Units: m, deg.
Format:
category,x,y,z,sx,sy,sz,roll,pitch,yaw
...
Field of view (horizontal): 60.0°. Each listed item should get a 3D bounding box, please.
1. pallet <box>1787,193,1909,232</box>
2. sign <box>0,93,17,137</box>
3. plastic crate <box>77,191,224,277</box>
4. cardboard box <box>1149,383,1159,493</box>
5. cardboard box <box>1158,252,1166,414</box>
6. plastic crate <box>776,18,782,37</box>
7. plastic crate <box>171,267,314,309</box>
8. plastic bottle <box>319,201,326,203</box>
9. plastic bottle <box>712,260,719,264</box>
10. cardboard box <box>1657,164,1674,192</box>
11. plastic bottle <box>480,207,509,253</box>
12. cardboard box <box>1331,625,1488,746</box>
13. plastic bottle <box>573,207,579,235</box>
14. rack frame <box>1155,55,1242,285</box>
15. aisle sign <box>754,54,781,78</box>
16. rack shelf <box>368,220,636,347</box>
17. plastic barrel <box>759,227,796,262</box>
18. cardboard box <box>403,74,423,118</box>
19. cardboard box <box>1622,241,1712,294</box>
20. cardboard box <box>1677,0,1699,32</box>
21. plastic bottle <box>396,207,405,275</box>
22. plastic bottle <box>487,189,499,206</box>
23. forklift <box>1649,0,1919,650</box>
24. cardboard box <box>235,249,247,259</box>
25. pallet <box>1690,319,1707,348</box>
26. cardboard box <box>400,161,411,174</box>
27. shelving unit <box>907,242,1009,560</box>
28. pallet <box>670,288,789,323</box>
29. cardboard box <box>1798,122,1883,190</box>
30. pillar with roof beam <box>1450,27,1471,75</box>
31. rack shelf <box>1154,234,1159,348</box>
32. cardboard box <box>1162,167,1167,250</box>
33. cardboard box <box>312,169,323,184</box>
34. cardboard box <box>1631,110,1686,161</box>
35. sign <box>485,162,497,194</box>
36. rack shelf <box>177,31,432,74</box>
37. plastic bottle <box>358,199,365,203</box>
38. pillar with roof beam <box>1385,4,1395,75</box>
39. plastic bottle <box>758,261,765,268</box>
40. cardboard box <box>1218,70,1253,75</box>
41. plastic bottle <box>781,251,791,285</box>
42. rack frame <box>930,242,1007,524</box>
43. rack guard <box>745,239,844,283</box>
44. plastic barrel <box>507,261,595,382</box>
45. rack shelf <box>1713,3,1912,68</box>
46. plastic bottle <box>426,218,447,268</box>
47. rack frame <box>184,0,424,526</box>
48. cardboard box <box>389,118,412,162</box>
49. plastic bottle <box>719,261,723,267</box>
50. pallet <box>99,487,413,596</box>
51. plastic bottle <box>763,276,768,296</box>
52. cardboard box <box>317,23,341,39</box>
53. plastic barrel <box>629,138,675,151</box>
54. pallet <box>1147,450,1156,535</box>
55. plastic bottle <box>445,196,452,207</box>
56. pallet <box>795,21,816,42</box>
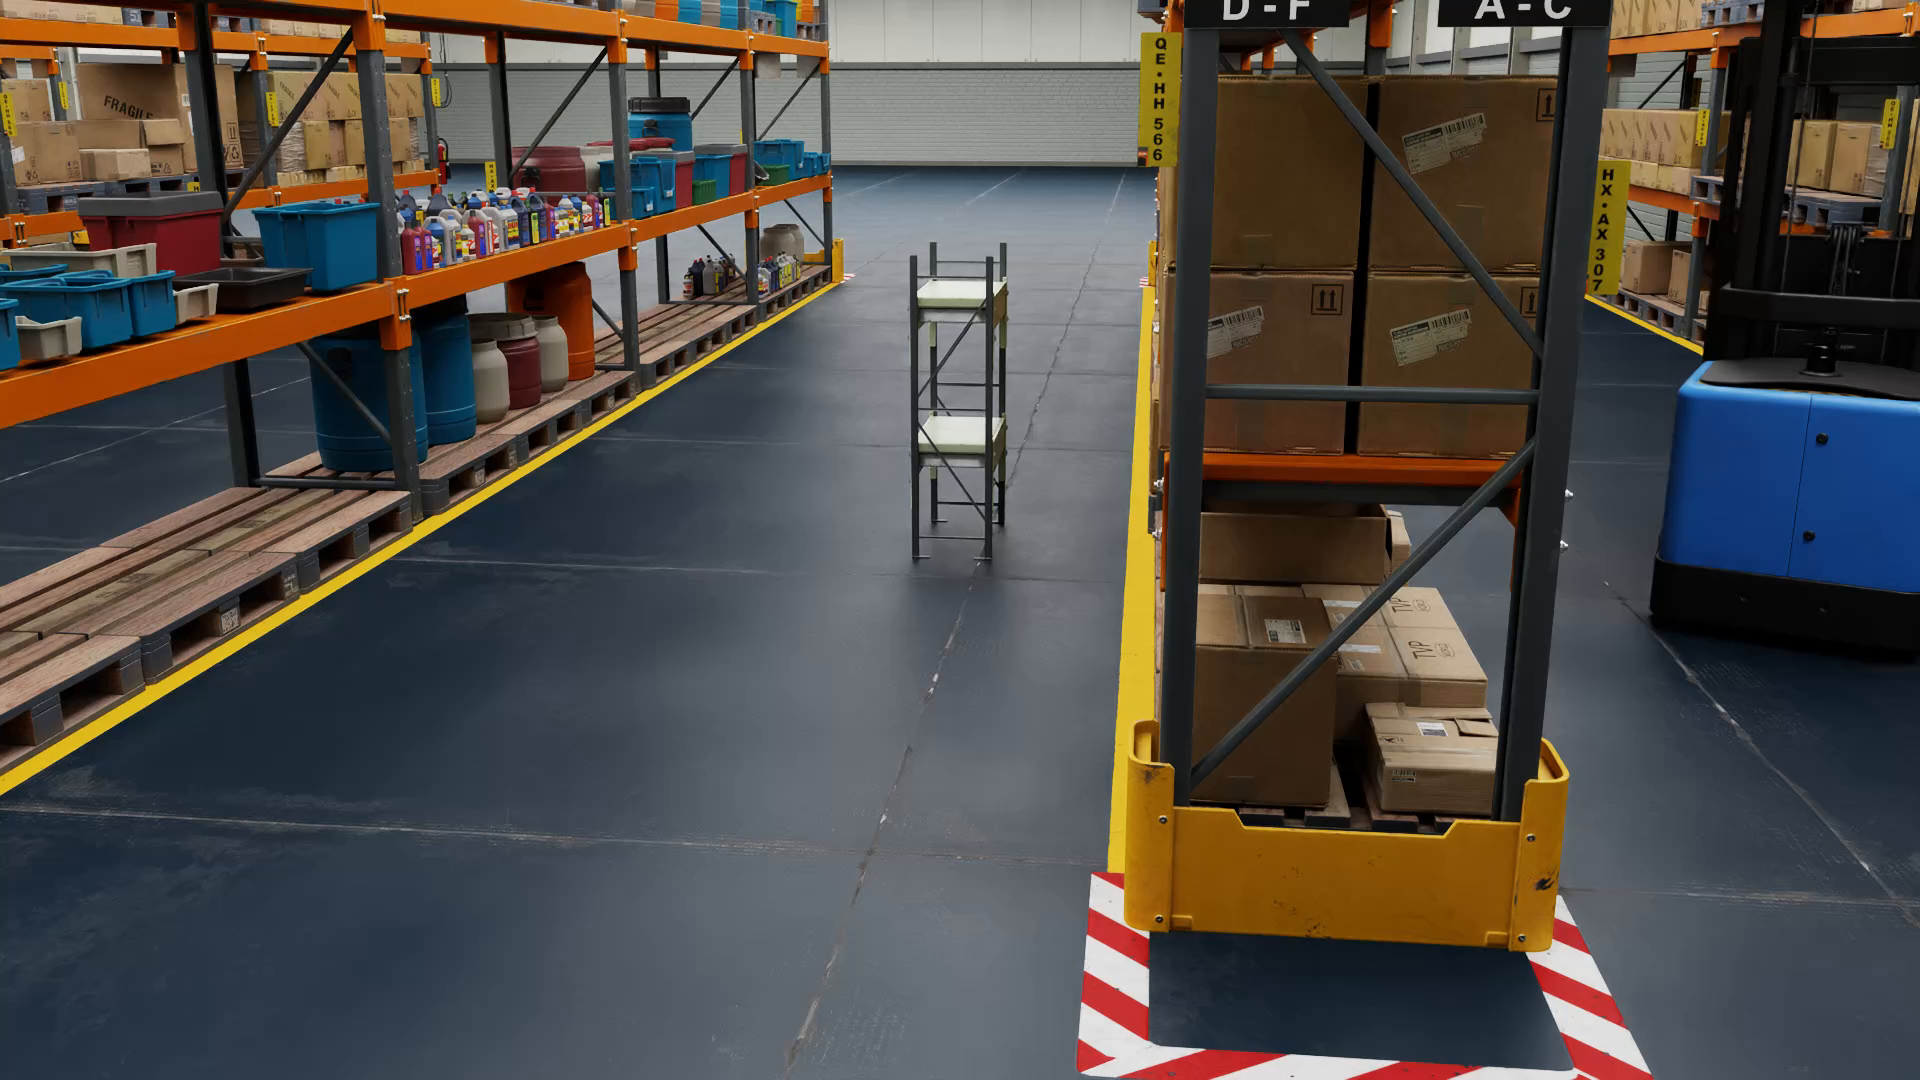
category,x,y,z,sx,sy,sz,roll,pitch,yaw
pallet,6.848,-2.393,12.132,1.213,0.211,1.003,2,15,6
sign,-7.340,-3.279,12.822,0.100,0.325,0.005,2,15,6
plastic crate,-3.771,-1.388,7.809,0.402,0.464,0.583,2,15,6
cardboard box,1.271,-0.547,8.885,0.500,0.500,0.500,2,15,6
cardboard box,0.884,-0.675,5.219,0.500,0.500,0.500,2,15,7
plastic crate,-2.070,-5.374,17.448,0.336,0.188,0.450,2,15,6
plastic crate,-3.281,-1.150,7.580,0.437,0.125,0.590,2,15,6
plastic bottle,-3.643,-1.776,9.578,0.144,0.351,0.185,2,15,6
plastic bottle,-2.652,-2.875,17.924,0.152,0.276,0.135,2,15,7
cardboard box,7.142,-3.533,16.230,0.500,0.250,0.500,2,15,7
plastic bottle,-2.860,-1.901,10.184,0.152,0.276,0.135,2,15,6
cardboard box,1.448,0.485,5.547,0.500,0.250,0.500,2,15,6
plastic bottle,-2.682,-2.211,11.473,0.097,0.201,0.097,0,15,0
rack frame,2.854,-4.517,19.621,1.000,3.000,0.127,2,15,6
aisle sign,-2.350,-5.946,19.926,0.394,0.787,0.004,2,15,6
rack shelf,-3.196,-1.723,10.667,1.077,0.370,4.000,2,15,6
plastic barrel,-2.122,-3.363,19.314,0.421,0.512,0.421,0,15,0
cardboard box,-6.805,-5.335,19.967,0.500,0.500,0.500,2,15,6
cardboard box,7.412,-2.865,17.455,0.700,0.500,0.500,1,15,3
cardboard box,7.206,-5.110,15.837,0.500,0.500,0.500,0,15,2
plastic bottle,-3.055,-1.620,9.002,0.144,0.351,0.185,2,15,6
plastic bottle,-3.380,-2.395,12.020,0.097,0.271,0.097,0,15,0
forklift,4.179,-1.298,7.848,1.130,2.935,3.031,9,17,29
cardboard box,-7.531,-2.620,16.550,0.700,0.500,0.500,1,15,2
pallet,7.239,-1.787,14.866,1.003,0.211,1.213,2,15,6
cardboard box,-6.822,-4.478,19.956,0.380,0.149,0.250,2,15,6
shelving unit,0.001,-0.726,8.473,0.431,1.500,0.755,2,15,6
pallet,-2.402,-2.454,17.332,1.003,0.211,1.213,2,15,6
cardboard box,7.035,-3.004,12.991,0.700,0.500,0.500,2,15,6
pillar with roof beam,6.310,-11.857,35.271,9.100,9.000,0.400,2,15,6
rack shelf,1.725,-1.576,10.124,1.077,0.370,4.000,2,15,6
cardboard box,0.882,-1.153,5.073,0.500,0.500,0.500,2,15,8
cardboard box,-7.056,-3.893,17.796,0.380,0.149,0.250,2,15,6
cardboard box,7.247,-4.161,17.115,0.500,0.500,0.500,2,15,8
sign,-3.518,-2.682,12.523,0.100,0.325,0.005,2,15,6
rack shelf,-7.214,-5.392,18.488,1.077,0.370,4.000,2,15,6
plastic bottle,-3.479,-1.820,9.740,0.144,0.351,0.185,2,15,6
pillar with roof beam,7.665,-14.969,46.781,9.100,9.000,0.400,2,15,6
plastic bottle,-2.096,-2.878,17.936,0.152,0.276,0.135,2,15,6
cardboard box,2.446,-4.270,16.029,0.700,0.500,0.500,2,15,7
plastic bottle,-1.925,-2.965,18.113,0.144,0.351,0.185,2,15,9
rack frame,0.042,-0.821,8.824,0.400,1.500,0.023,2,15,6
rack guard,-2.029,-3.436,20.413,1.175,0.500,0.348,2,15,6
plastic barrel,-3.008,-1.617,12.249,0.600,0.830,0.708,2,15,6
rack shelf,7.099,-3.917,13.033,1.077,0.370,4.000,2,15,6
plastic bottle,-2.935,-1.663,9.311,0.097,0.271,0.097,0,15,0
rack frame,-3.422,-1.552,8.655,1.000,3.000,0.127,2,15,6
cardboard box,-7.015,-4.727,19.635,0.875,0.500,0.500,2,15,6
plastic bottle,-2.570,-2.841,17.782,0.061,0.283,0.133,2,15,6
pallet,-3.466,-0.014,8.309,1.003,0.211,1.213,2,15,6
plastic bottle,-2.024,-2.611,17.089,0.097,0.201,0.097,0,15,0
cardboard box,-7.014,-5.523,17.883,0.500,0.250,0.500,1,15,4
plastic barrel,-2.845,-3.451,15.416,0.433,0.535,0.433,0,15,0
pallet,1.554,-0.271,9.260,1.003,0.211,1.213,2,15,6
plastic bottle,-3.474,-2.181,11.227,0.097,0.271,0.097,0,15,0
pallet,-2.258,-5.809,19.015,1.003,0.211,1.213,2,15,6
